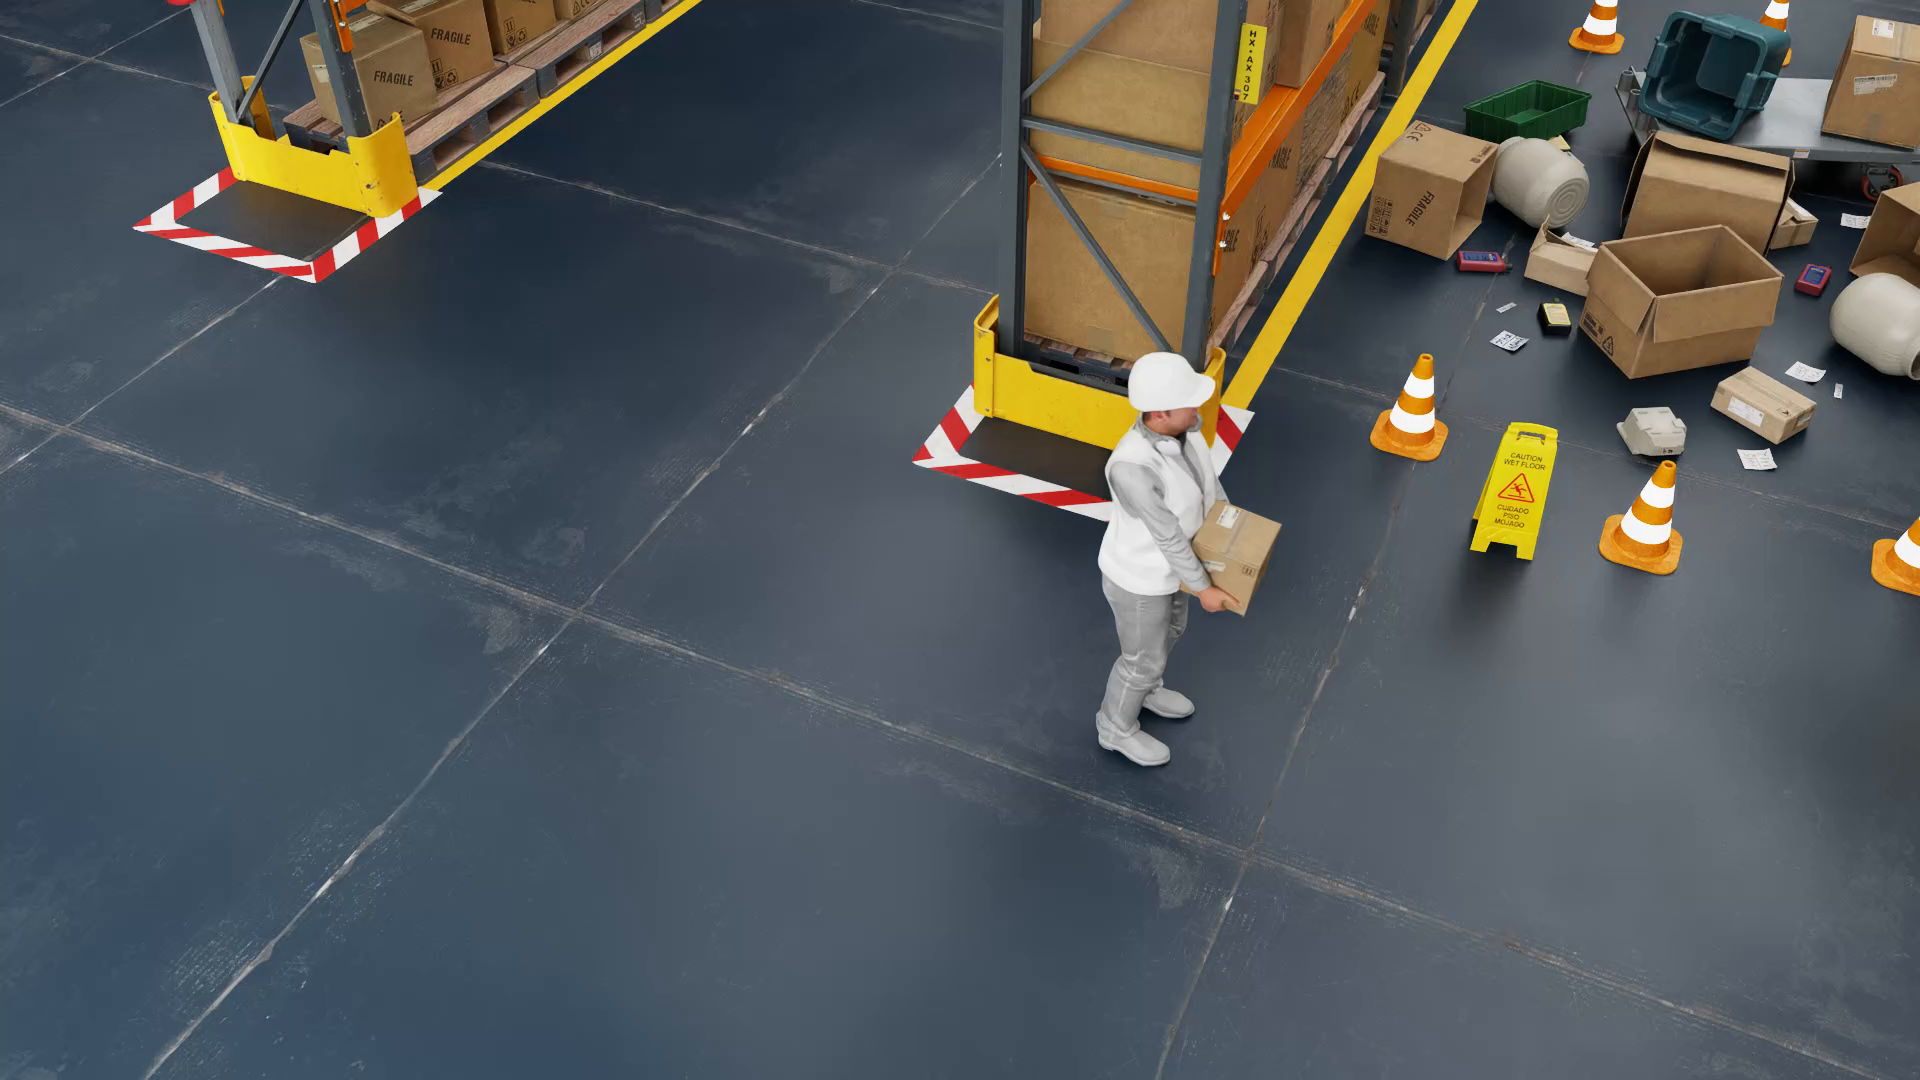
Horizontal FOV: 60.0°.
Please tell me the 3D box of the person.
[{"bbox_3d":[0.799,0.092,6.041,0.555,1.770,0.495,18,45,19],"label":"person"}]
